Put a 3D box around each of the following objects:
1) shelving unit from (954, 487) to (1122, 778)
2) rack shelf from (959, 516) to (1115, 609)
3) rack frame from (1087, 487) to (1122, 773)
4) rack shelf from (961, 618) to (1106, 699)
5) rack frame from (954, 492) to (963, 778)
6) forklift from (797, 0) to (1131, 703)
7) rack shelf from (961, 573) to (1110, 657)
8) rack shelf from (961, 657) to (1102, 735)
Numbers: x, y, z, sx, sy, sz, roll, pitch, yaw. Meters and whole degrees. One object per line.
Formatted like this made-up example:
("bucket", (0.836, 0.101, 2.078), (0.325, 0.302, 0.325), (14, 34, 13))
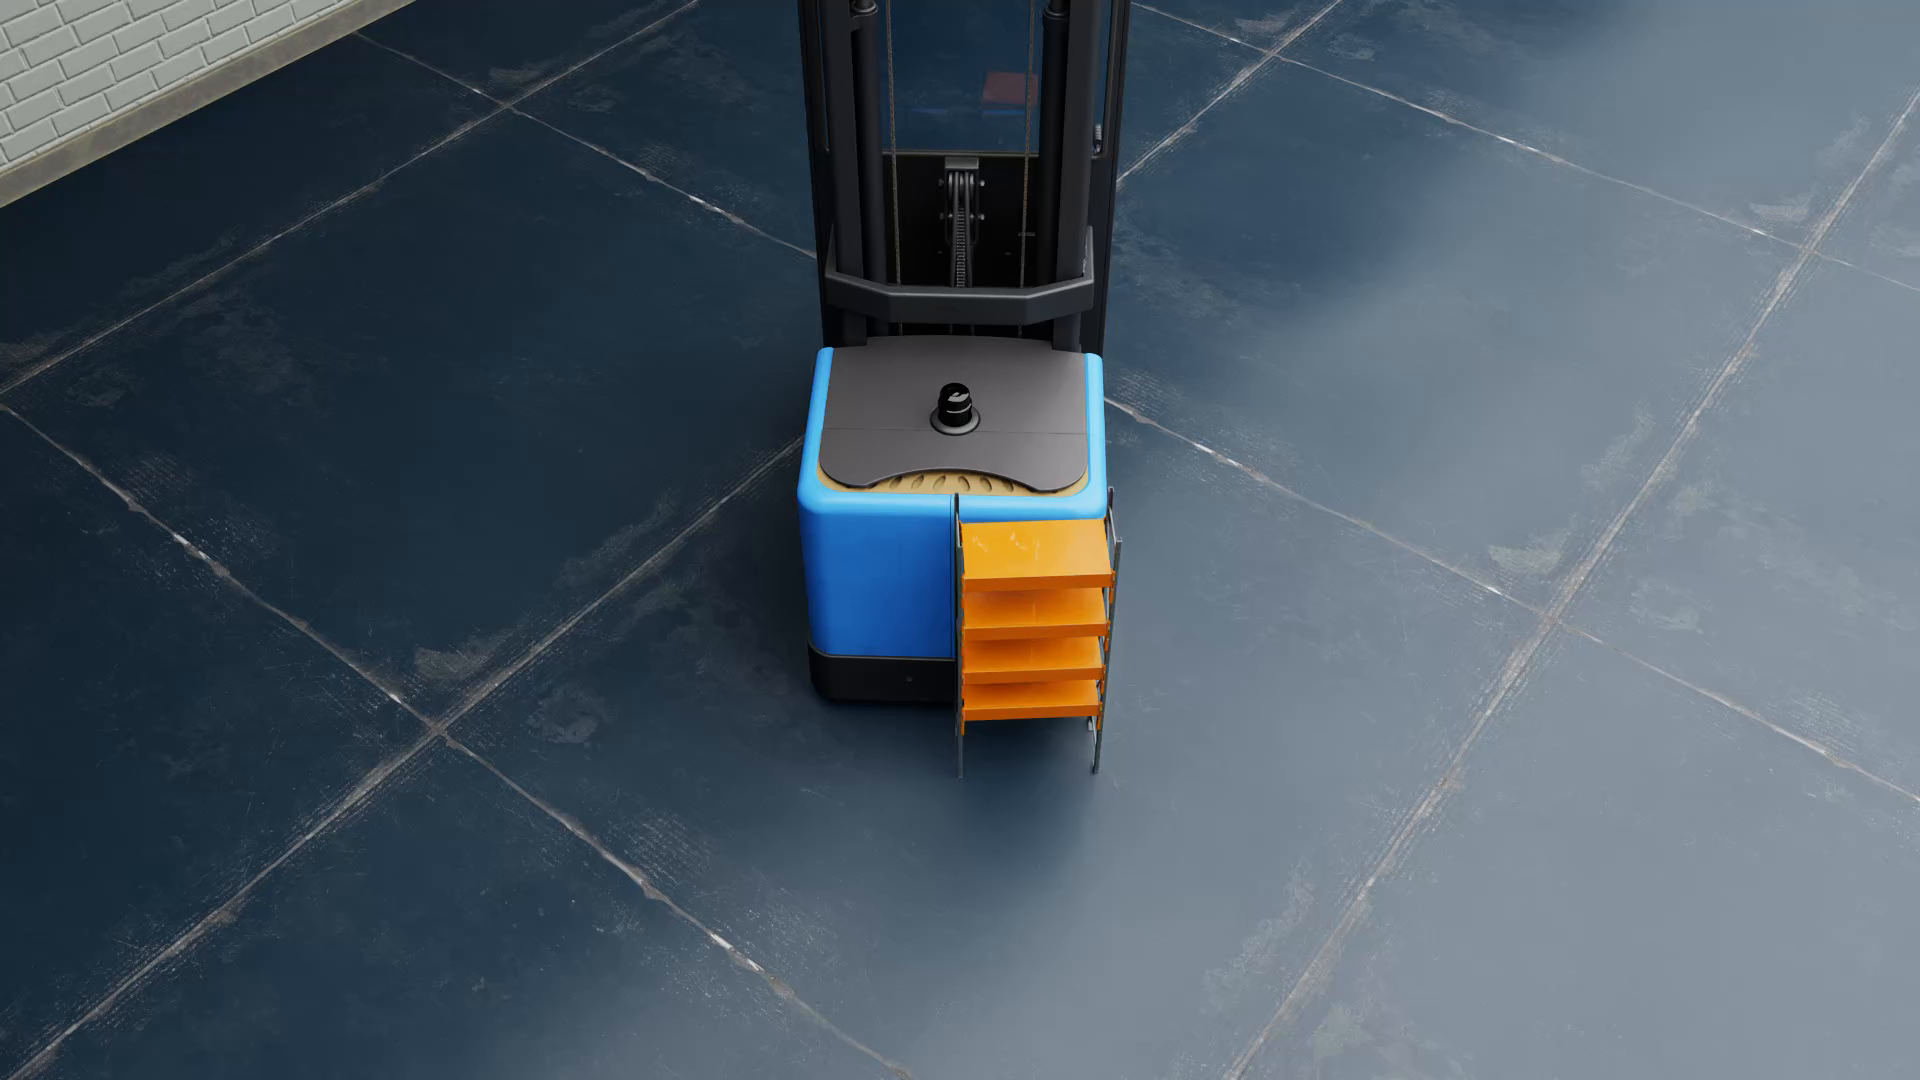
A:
("shelving unit", (0.238, 0.342, 5.594), (0.503, 1.200, 0.258), (-2, 46, -2))
("rack shelf", (0.238, 0.070, 5.310), (0.480, 0.148, 0.258), (-2, 46, -2))
("rack frame", (0.482, 0.333, 5.602), (0.015, 1.200, 0.240), (-2, 46, -2))
("rack shelf", (0.238, 0.388, 5.643), (0.480, 0.148, 0.258), (-2, 46, -2))
("rack frame", (-0.005, 0.350, 5.586), (0.015, 1.200, 0.240), (-2, 46, -2))
("forklift", (0.022, -1.463, 6.121), (1.130, 2.935, 3.031), (1, 46, 1))
("rack shelf", (0.238, 0.234, 5.481), (0.480, 0.148, 0.258), (-2, 46, -2))
("rack shelf", (0.238, 0.525, 5.786), (0.480, 0.148, 0.258), (-2, 46, -2))
